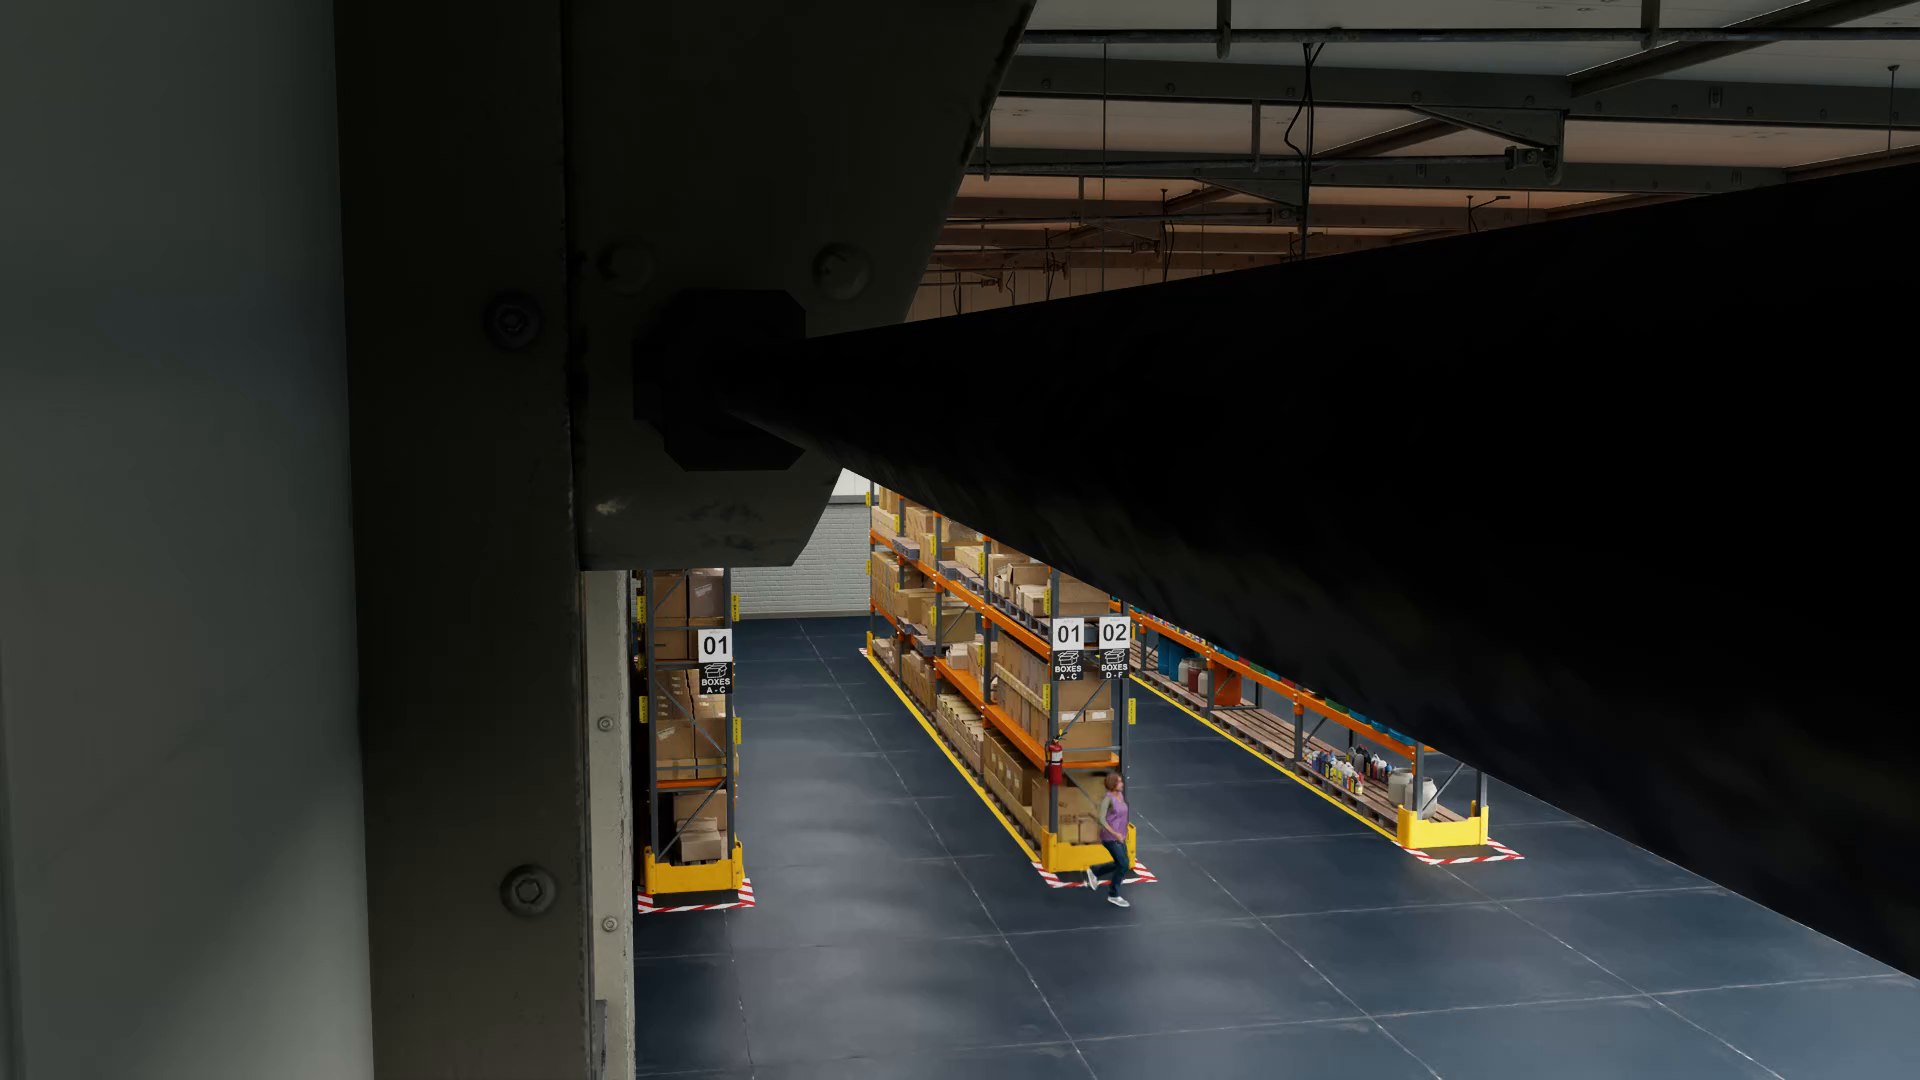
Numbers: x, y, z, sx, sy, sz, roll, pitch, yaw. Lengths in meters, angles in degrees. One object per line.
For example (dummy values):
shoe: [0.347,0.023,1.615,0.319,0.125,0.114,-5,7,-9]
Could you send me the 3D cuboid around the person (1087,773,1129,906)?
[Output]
person: [1.754,3.522,19.669,0.562,1.564,0.572,3,7,27]
